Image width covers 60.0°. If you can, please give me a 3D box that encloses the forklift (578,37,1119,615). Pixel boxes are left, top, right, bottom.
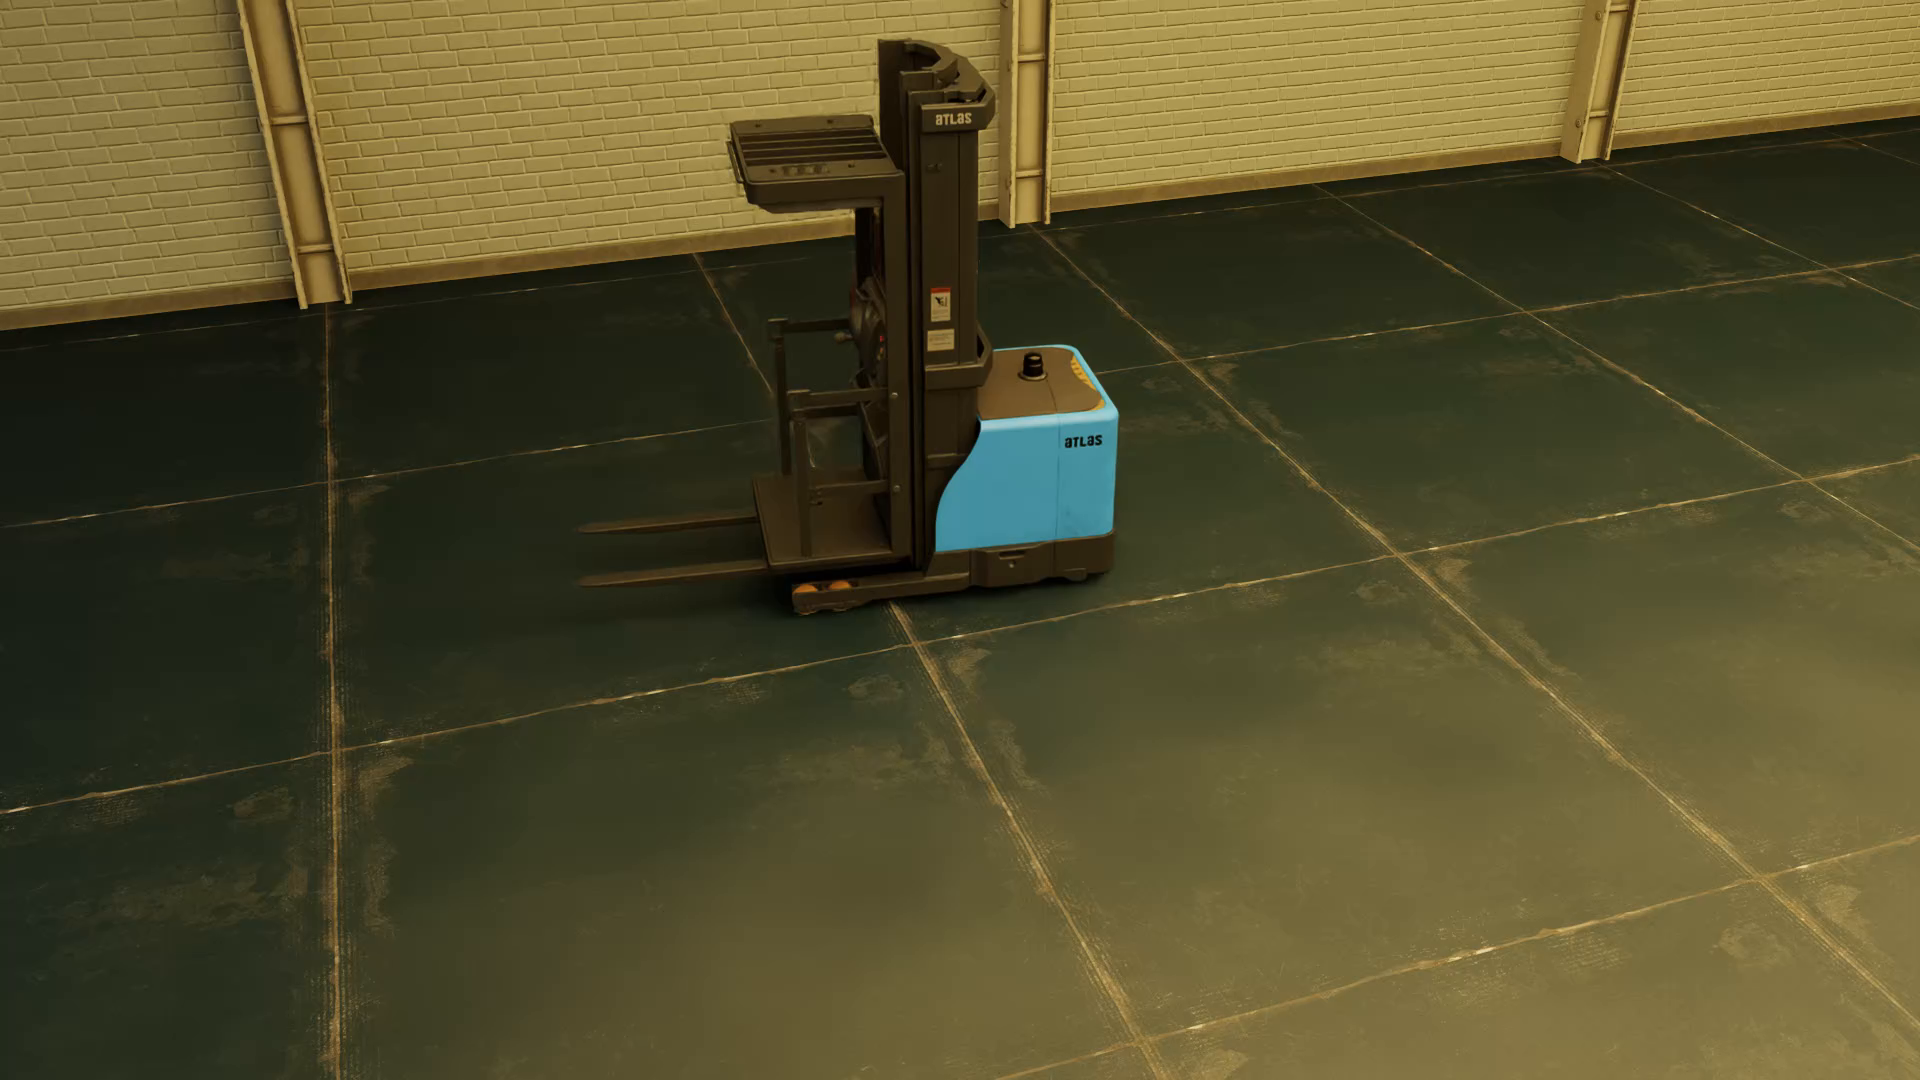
[{"bbox_3d":[-0.681,-1.138,9.065,3.031,2.935,1.130,-6,30,-10],"label":"forklift"}]

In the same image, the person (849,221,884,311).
[{"bbox_3d":[-0.292,-1.641,11.400,0.875,1.522,1.185,17,34,27],"label":"person"}]
